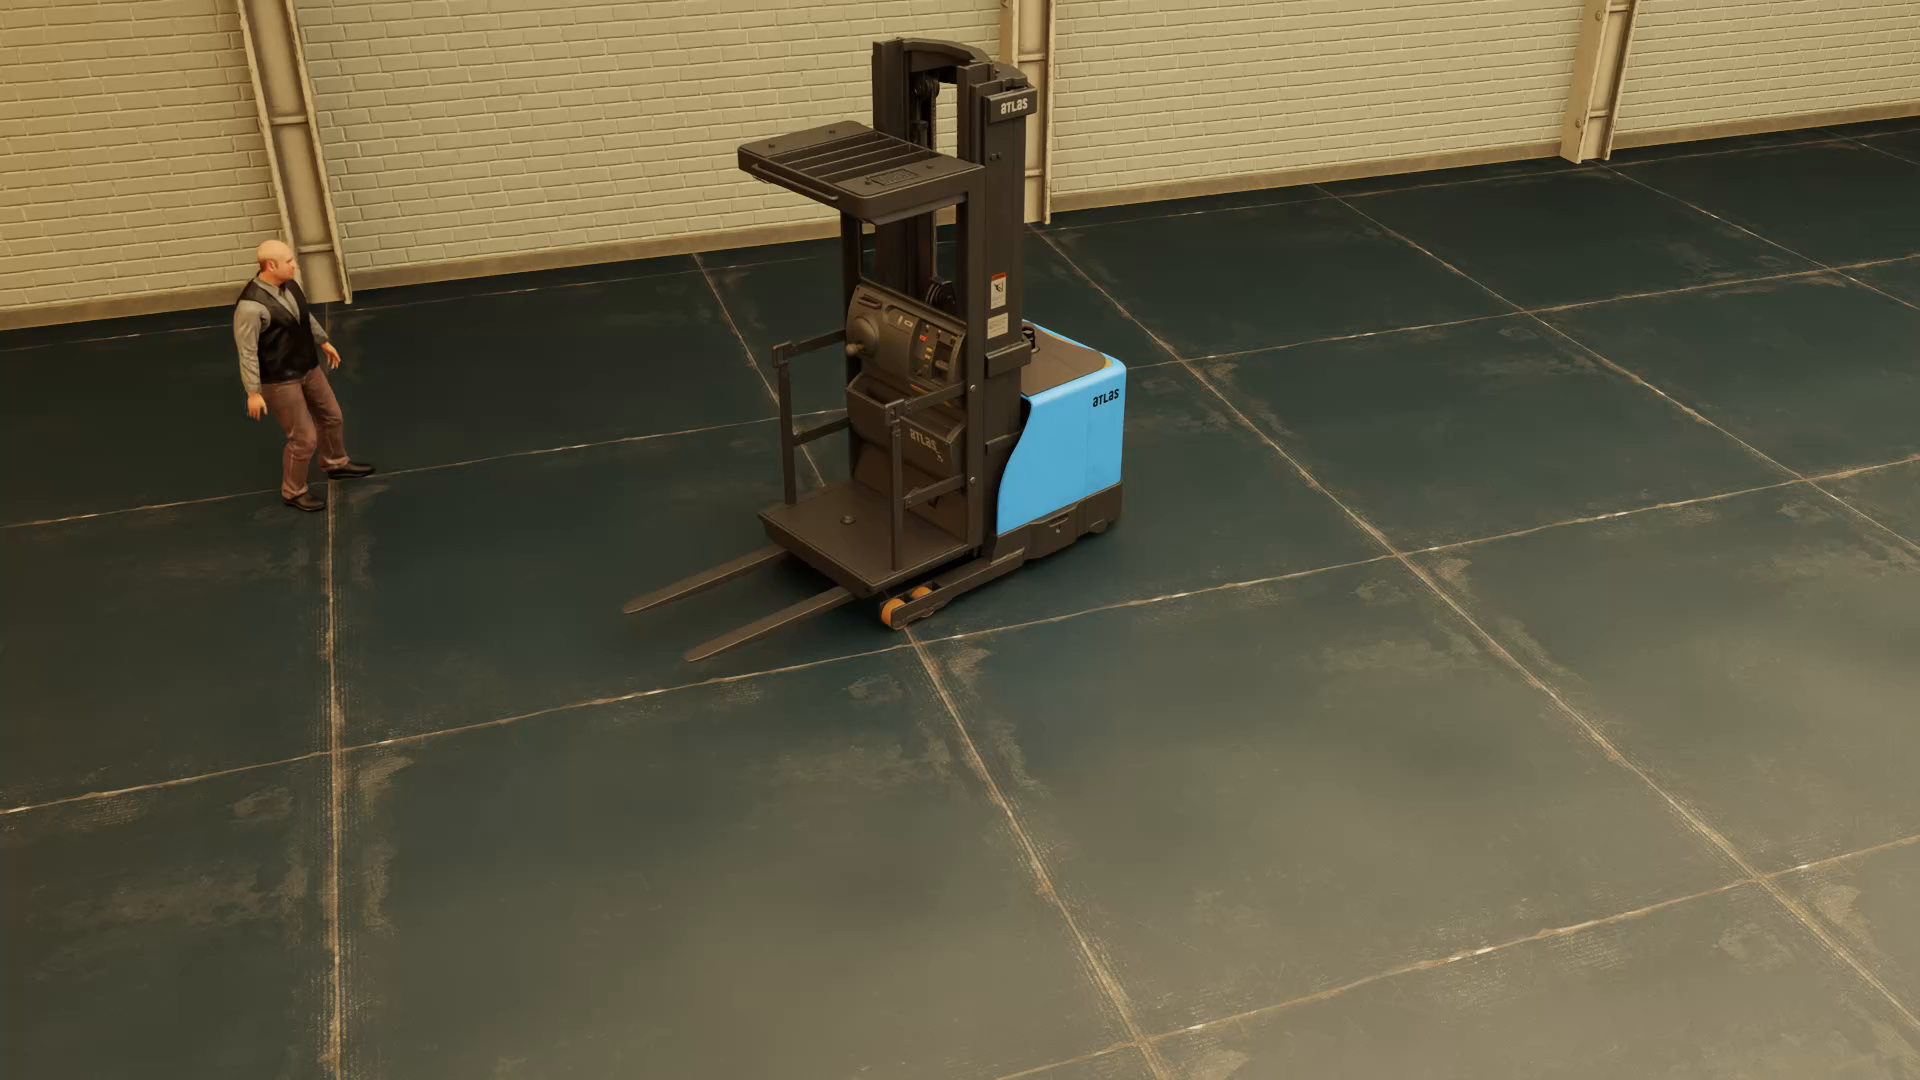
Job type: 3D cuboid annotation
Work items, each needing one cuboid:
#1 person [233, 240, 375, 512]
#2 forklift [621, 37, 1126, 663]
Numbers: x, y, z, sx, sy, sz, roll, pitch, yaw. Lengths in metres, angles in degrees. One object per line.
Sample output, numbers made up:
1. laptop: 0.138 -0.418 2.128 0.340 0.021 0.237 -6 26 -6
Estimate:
1. person: -4.047 -1.013 10.086 0.400 1.696 0.784 5 30 9
2. forklift: -0.461 -1.072 8.951 3.031 2.935 1.130 -23 37 -34
